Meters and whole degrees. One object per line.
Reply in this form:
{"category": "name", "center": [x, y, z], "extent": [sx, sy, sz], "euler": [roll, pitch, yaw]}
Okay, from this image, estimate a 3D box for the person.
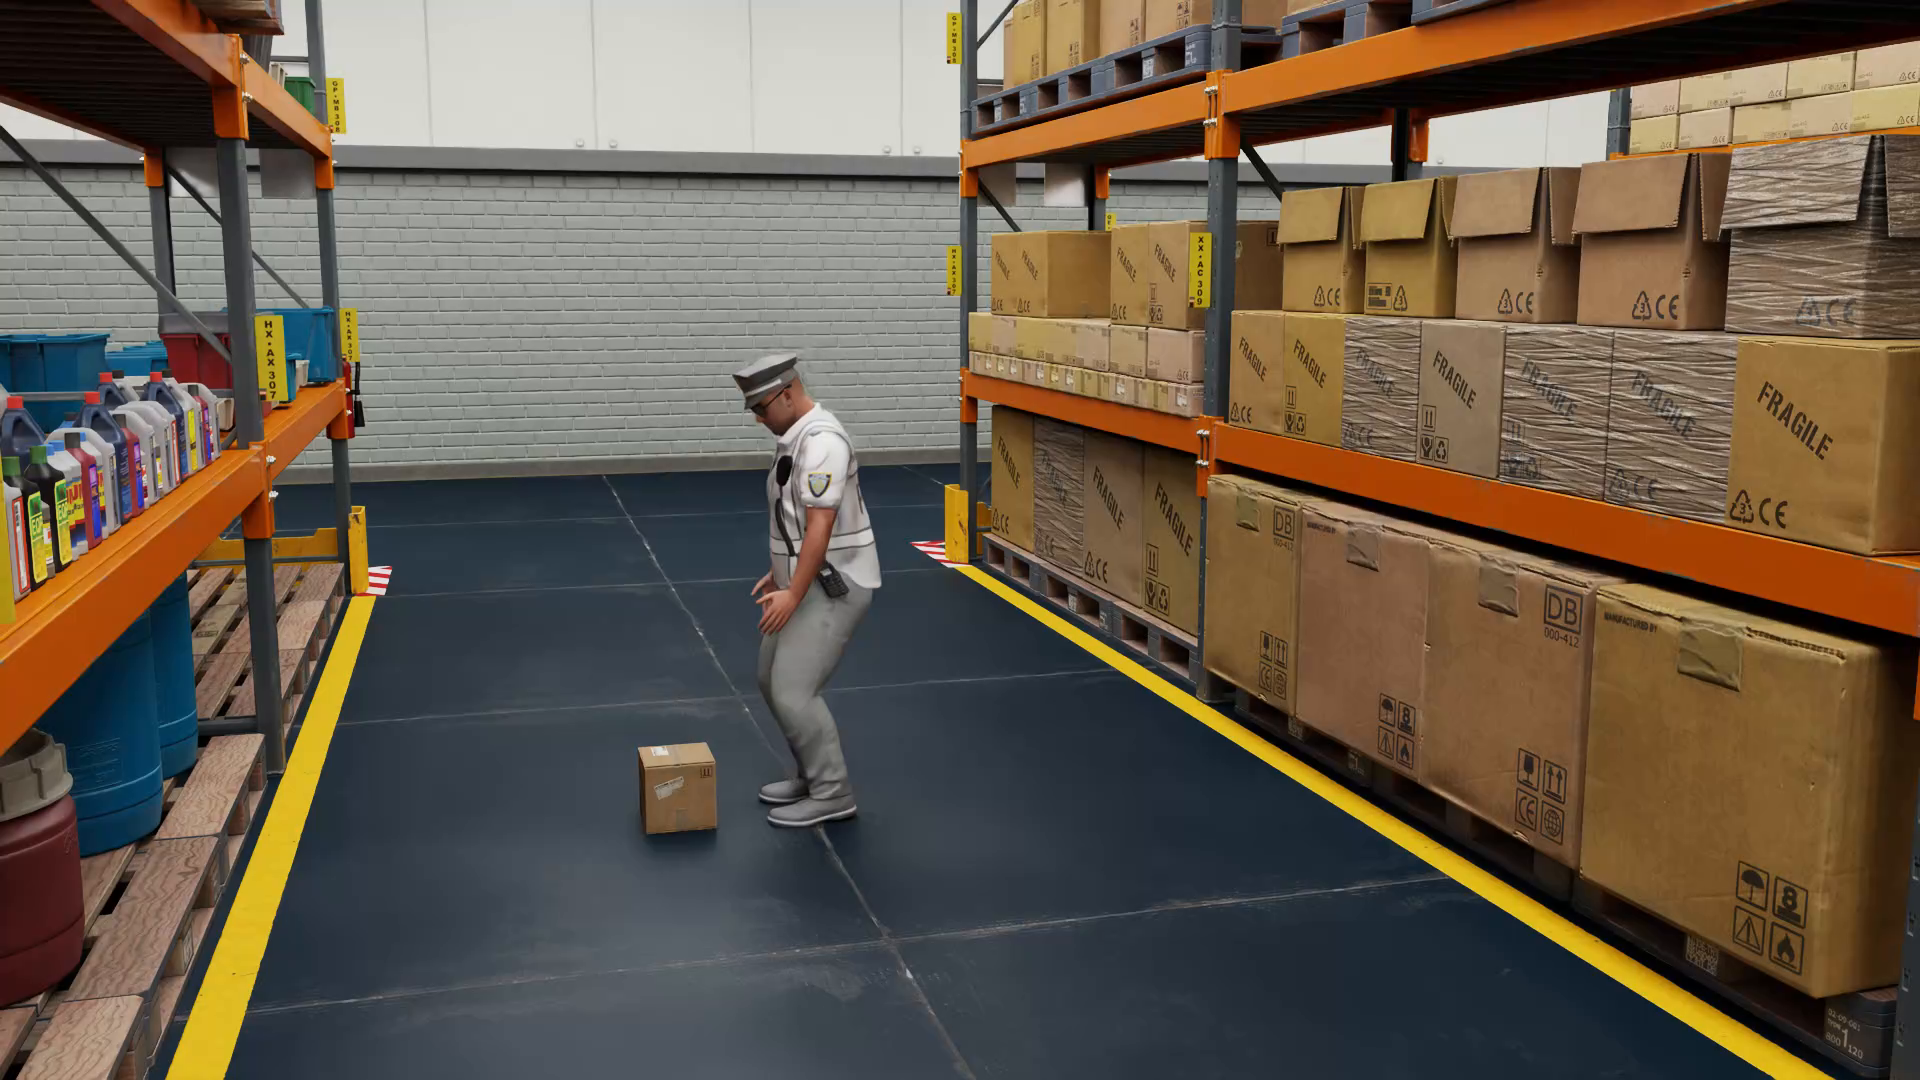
{"category": "person", "center": [-0.550, 0.174, 6.011], "extent": [0.517, 1.690, 0.561], "euler": [-2, 9, -15]}
